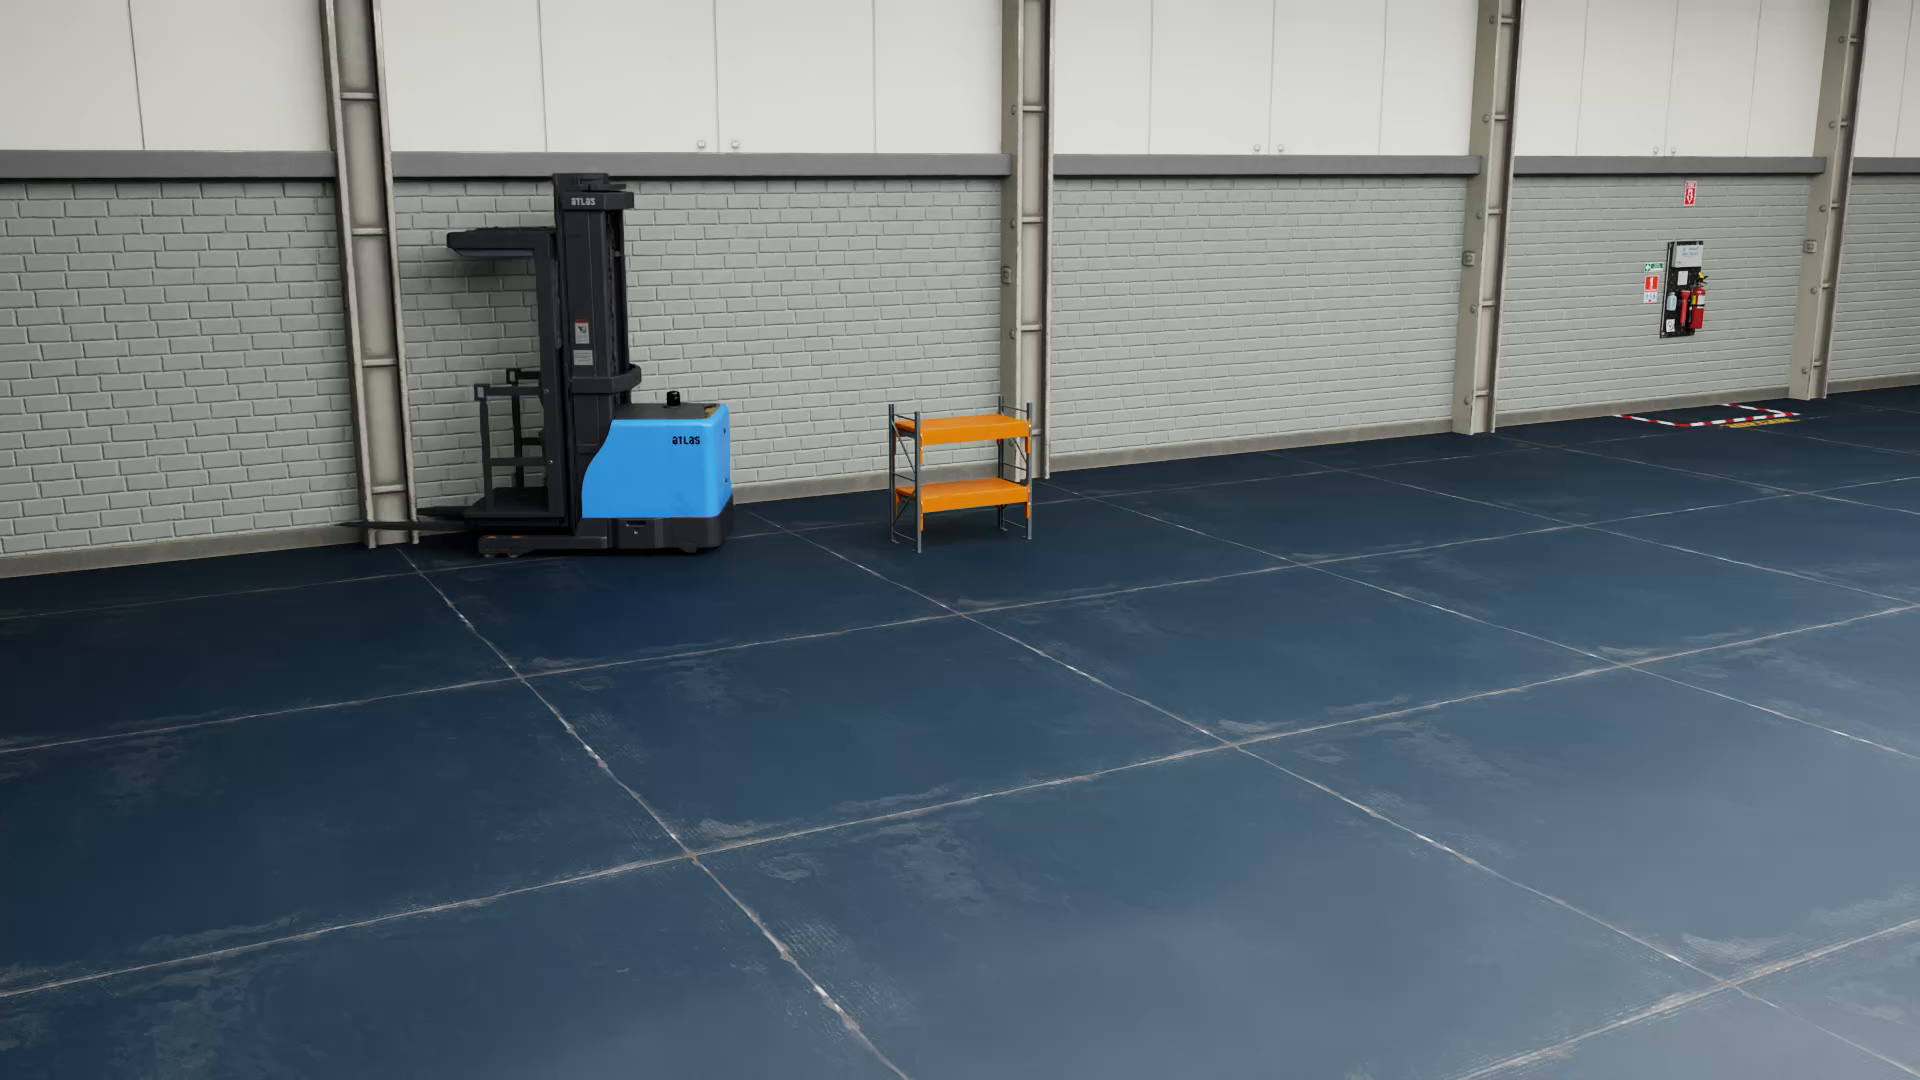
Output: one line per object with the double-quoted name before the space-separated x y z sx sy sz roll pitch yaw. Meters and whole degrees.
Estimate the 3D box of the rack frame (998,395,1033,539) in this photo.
"rack frame" 0.452 -0.603 13.726 0.032 1.125 0.500 -7 14 -28

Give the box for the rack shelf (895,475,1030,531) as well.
"rack shelf" 0.006 -0.311 13.543 1.000 0.278 0.538 -7 14 -28

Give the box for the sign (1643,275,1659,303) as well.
"sign" 8.445 -3.067 20.322 0.234 0.329 0.001 -7 14 -28

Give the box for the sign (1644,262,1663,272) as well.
"sign" 8.454 -3.324 20.258 0.331 0.109 0.001 -7 14 -28

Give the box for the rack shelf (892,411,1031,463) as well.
"rack shelf" 0.006 -0.835 13.425 1.000 0.278 0.538 -7 14 -28

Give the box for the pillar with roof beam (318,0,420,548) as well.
"pillar with roof beam" -2.569 -3.544 8.859 0.400 9.000 9.100 -7 14 -28

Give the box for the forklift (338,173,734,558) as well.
"forklift" -3.404 -1.410 13.199 3.031 2.935 1.130 0 13 -1

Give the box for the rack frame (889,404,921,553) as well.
"rack frame" -0.440 -0.496 13.251 0.032 1.125 0.500 -7 14 -28

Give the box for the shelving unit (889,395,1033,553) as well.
"shelving unit" 0.006 -0.549 13.489 1.048 1.125 0.538 -7 14 -28

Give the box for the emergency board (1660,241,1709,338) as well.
"emergency board" 8.980 -3.087 20.496 0.643 1.169 0.194 -7 14 -28

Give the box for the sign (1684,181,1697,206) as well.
"sign" 8.925 -4.237 20.323 0.199 0.298 0.001 -7 14 -28

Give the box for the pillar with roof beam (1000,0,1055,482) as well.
"pillar with roof beam" 2.697 -4.175 11.664 0.400 9.000 9.100 -7 14 -28

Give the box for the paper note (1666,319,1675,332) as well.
"paper note" 8.792 -2.652 20.569 0.142 0.148 0.016 -7 14 -28

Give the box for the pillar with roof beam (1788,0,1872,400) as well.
"pillar with roof beam" 13.230 -5.437 17.273 0.400 9.000 9.100 -7 14 -28

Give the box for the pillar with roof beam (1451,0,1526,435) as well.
"pillar with roof beam" 7.964 -4.806 14.469 0.400 9.000 9.100 -7 14 -28
